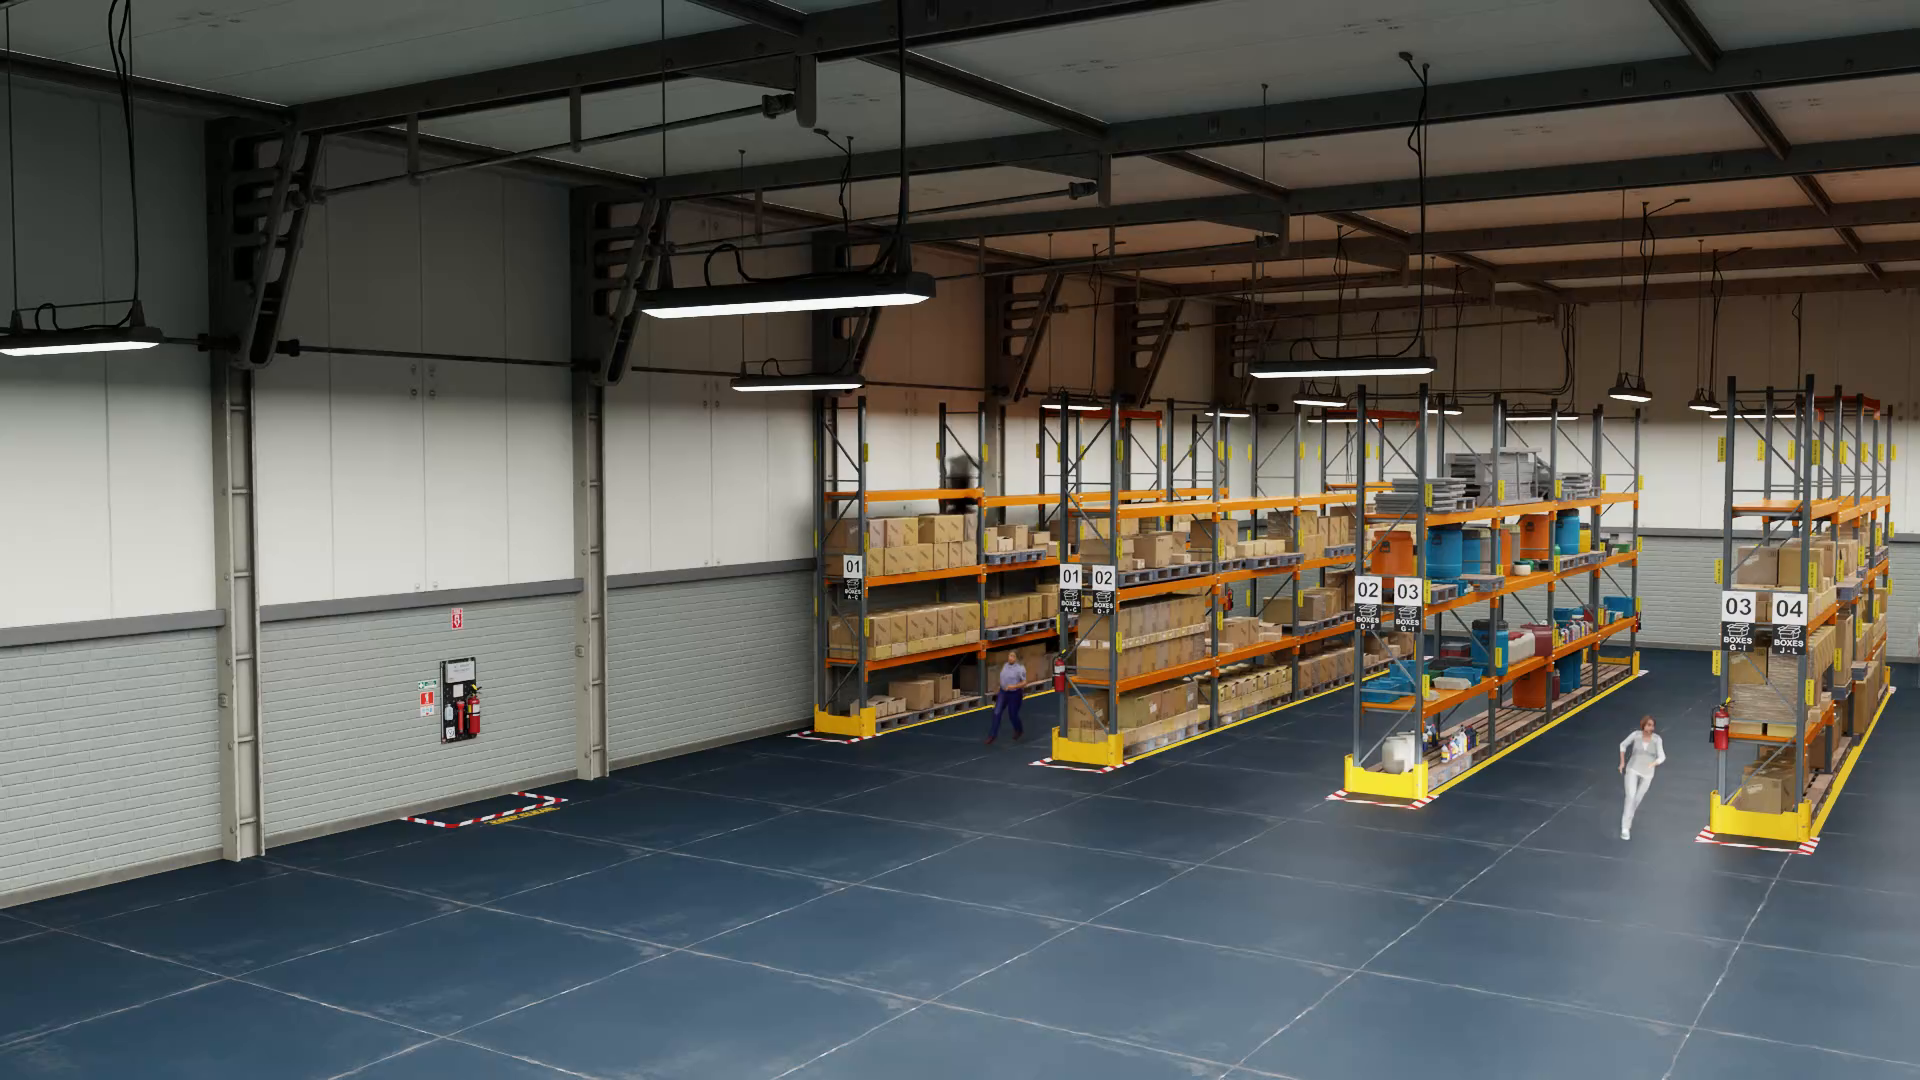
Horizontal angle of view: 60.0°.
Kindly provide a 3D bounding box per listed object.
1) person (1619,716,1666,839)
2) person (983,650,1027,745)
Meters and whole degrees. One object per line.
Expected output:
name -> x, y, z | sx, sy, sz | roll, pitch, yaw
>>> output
person -> 8.864, 3.049, 21.648 | 0.574, 1.550, 0.898 | 1, 3, 13
person -> 0.881, 2.666, 28.453 | 0.644, 1.605, 0.940 | 2, 3, 31
